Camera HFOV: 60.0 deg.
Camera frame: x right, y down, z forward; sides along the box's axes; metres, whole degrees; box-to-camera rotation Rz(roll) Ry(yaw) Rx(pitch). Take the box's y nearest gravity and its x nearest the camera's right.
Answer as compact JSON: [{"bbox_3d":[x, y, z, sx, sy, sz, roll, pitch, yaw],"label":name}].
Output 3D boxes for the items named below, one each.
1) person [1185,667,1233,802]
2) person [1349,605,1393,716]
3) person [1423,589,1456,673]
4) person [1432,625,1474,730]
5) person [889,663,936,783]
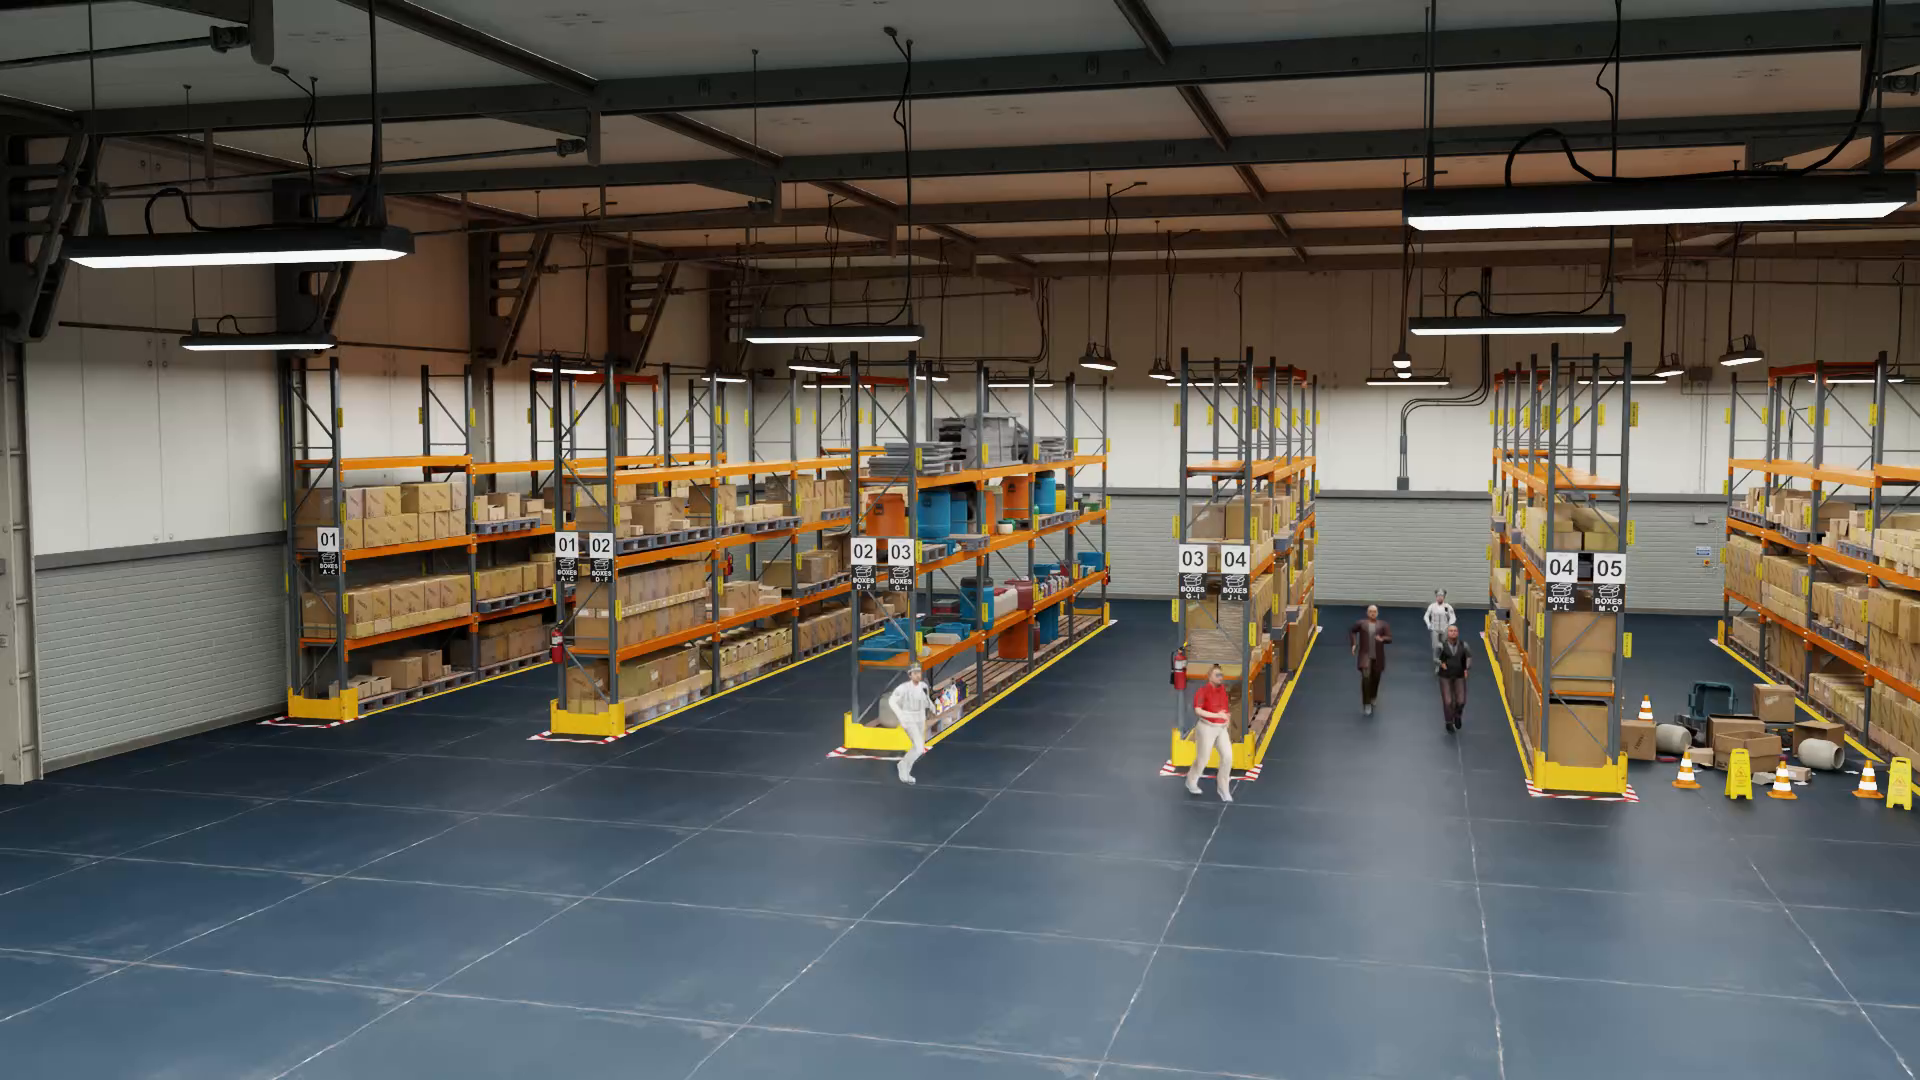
[{"bbox_3d":[3.315,2.563,21.848,0.680,1.824,0.791,-3,5,-34],"label":"person"},{"bbox_3d":[7.014,2.018,28.359,0.681,1.827,0.940,0,4,6],"label":"person"},{"bbox_3d":[9.433,1.775,32.718,0.615,1.648,0.569,1,4,16],"label":"person"},{"bbox_3d":[7.863,2.205,26.498,0.648,1.677,0.590,1,4,12],"label":"person"},{"bbox_3d":[-0.592,2.499,22.720,0.593,1.658,0.591,-4,6,-40],"label":"person"}]
